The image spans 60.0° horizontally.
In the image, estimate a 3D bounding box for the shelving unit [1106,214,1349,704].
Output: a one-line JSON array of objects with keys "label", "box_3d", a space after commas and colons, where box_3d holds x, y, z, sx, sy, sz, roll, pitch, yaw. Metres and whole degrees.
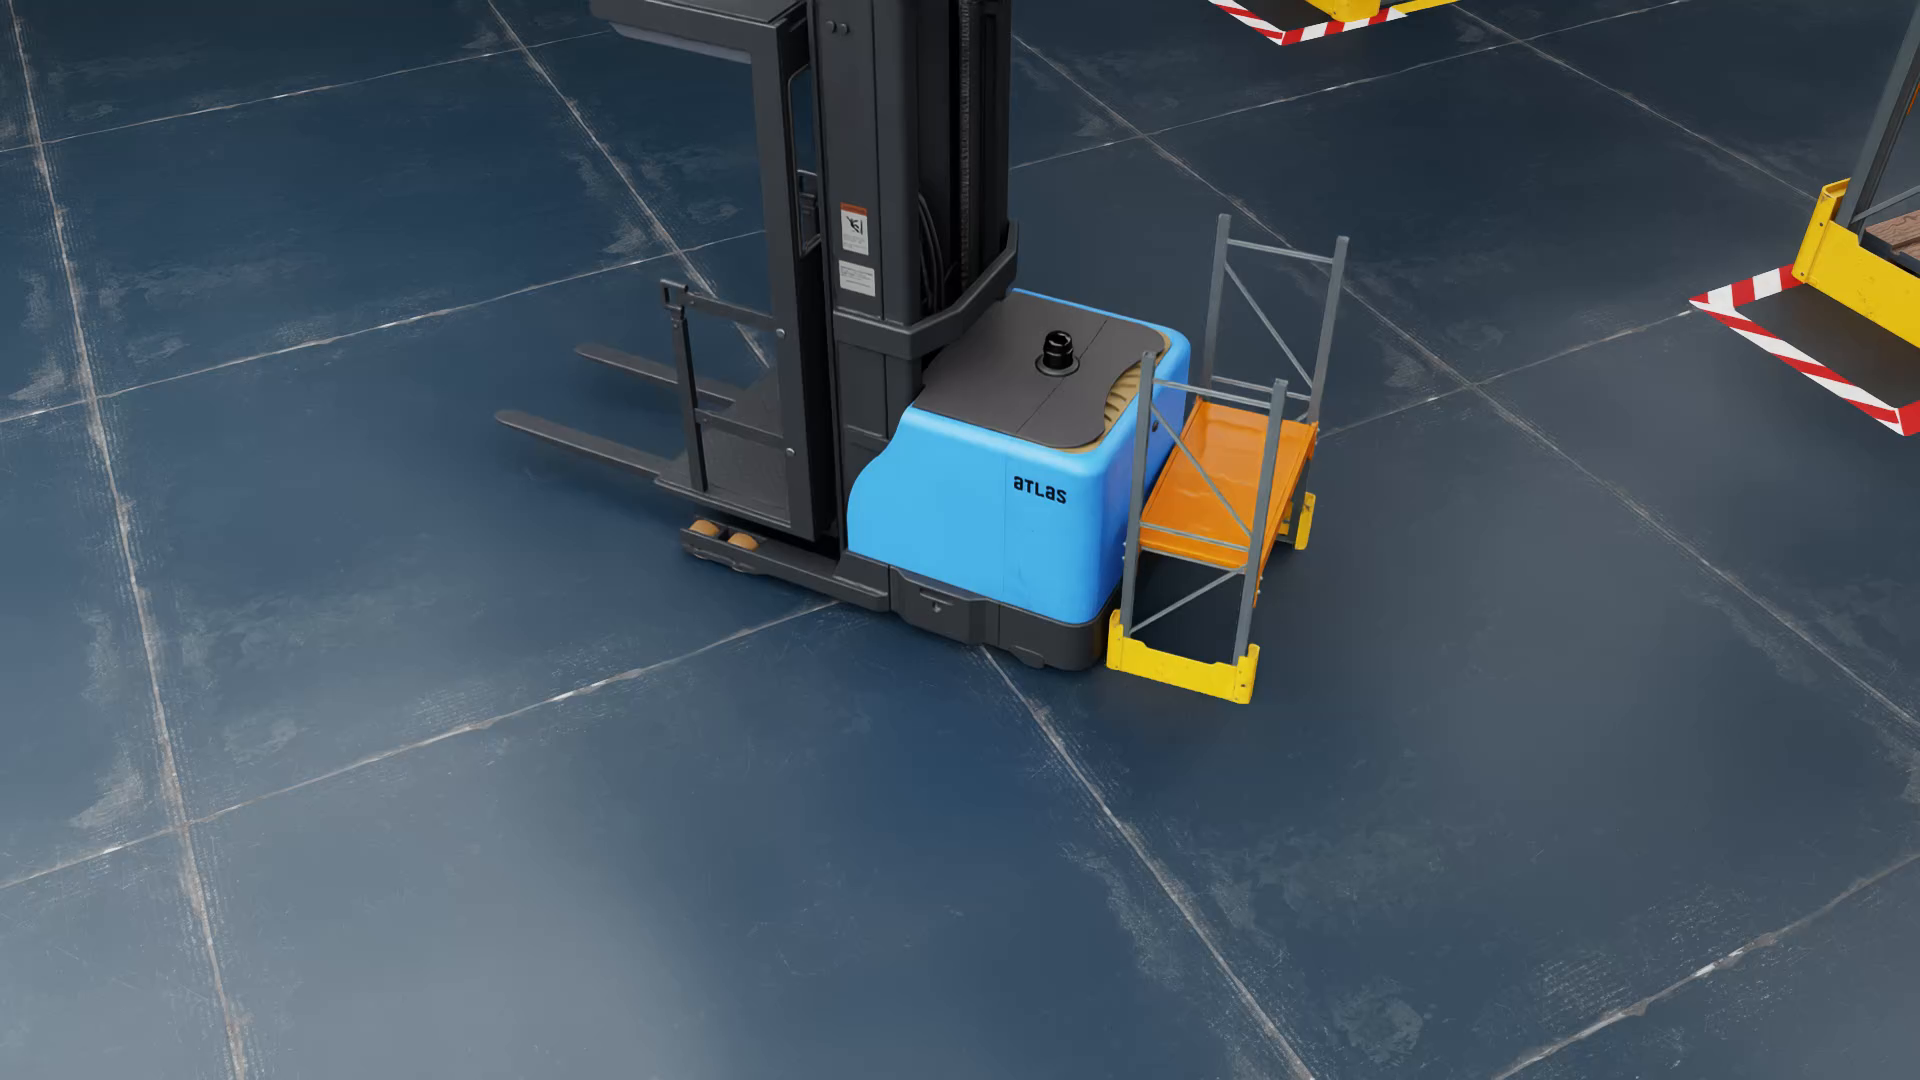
[{"label": "shelving unit", "box_3d": [1.049, -0.320, 6.467, 0.587, 1.500, 1.083, 14, 42, 16]}]

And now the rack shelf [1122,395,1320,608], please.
[{"label": "rack shelf", "box_3d": [1.046, -0.177, 6.577, 0.538, 0.185, 1.000, 14, 42, 16]}]

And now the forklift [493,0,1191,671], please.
[{"label": "forklift", "box_3d": [-0.627, -1.267, 6.478, 3.031, 2.935, 1.130, 18, 43, 20]}]

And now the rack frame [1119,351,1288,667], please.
[{"label": "rack frame", "box_3d": [0.859, -0.009, 6.100, 0.500, 1.500, 0.032, 14, 42, 16]}]

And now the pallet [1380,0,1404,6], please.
[{"label": "pallet", "box_3d": [3.197, -4.281, 12.143, 1.213, 0.211, 1.003, -19, 44, -21]}]

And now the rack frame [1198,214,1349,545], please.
[{"label": "rack frame", "box_3d": [1.233, -0.620, 6.821, 0.500, 1.500, 0.032, 14, 42, 16]}]

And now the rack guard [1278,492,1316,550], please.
[{"label": "rack guard", "box_3d": [1.232, -0.142, 7.224, 0.587, 0.250, 0.087, 14, 42, 16]}]

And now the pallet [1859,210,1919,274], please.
[{"label": "pallet", "box_3d": [5.592, -1.478, 8.832, 1.213, 0.211, 1.003, -19, 44, -21]}]

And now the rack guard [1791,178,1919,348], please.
[{"label": "rack guard", "box_3d": [4.869, -1.349, 8.456, 0.348, 0.500, 1.175, -19, 44, -21]}]

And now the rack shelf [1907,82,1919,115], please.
[{"label": "rack shelf", "box_3d": [6.597, -2.575, 8.528, 4.000, 0.370, 1.077, -19, 44, -21]}]

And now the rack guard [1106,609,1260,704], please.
[{"label": "rack guard", "box_3d": [0.866, 0.457, 6.517, 0.587, 0.250, 0.087, 14, 42, 16]}]

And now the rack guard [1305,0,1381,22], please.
[{"label": "rack guard", "box_3d": [2.517, -4.131, 11.744, 0.348, 0.500, 1.175, -19, 44, -21]}]

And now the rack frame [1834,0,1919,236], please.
[{"label": "rack frame", "box_3d": [4.823, -2.253, 7.590, 0.127, 3.000, 1.000, -19, 44, -21]}]
